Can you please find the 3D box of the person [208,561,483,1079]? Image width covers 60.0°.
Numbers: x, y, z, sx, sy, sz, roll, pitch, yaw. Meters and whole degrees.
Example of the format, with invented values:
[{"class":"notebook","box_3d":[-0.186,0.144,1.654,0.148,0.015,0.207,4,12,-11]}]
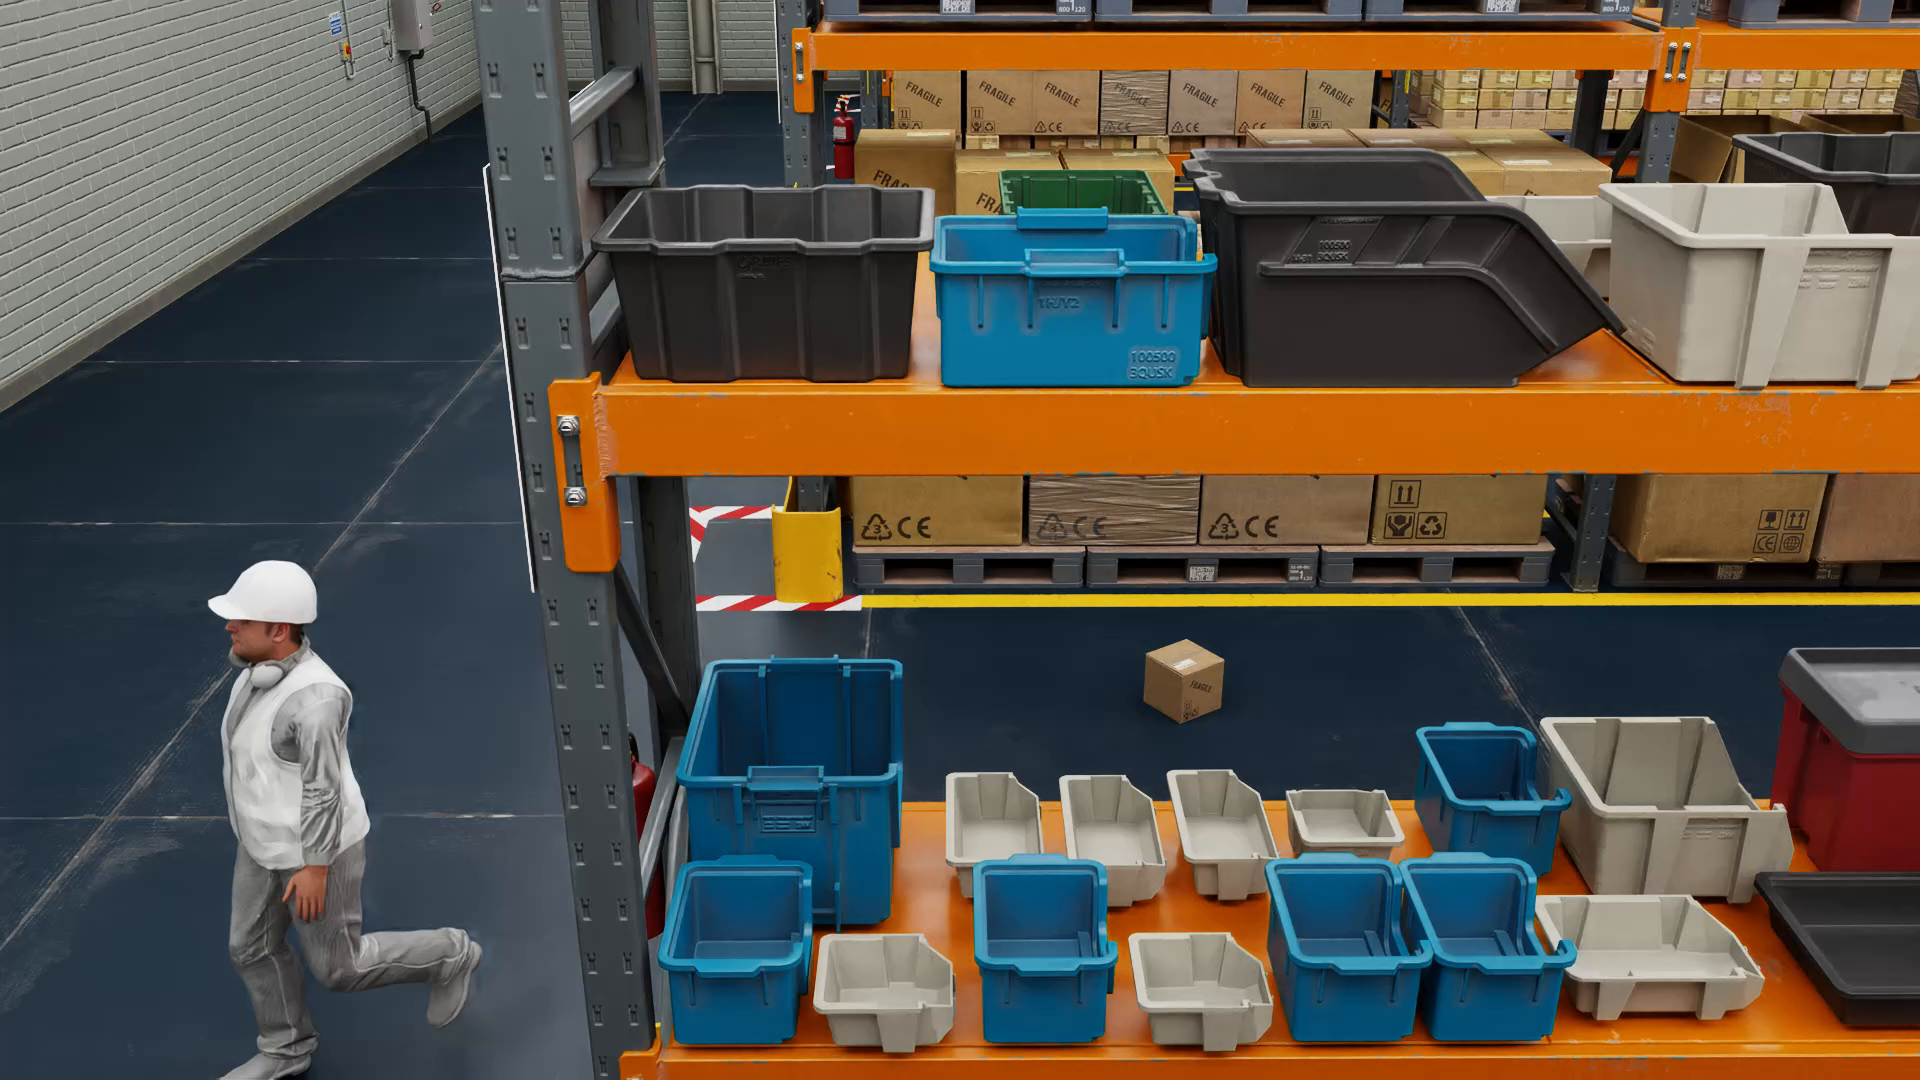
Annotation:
[{"class":"person","box_3d":[-1.976,0.873,5.080,0.840,1.747,0.529,-21,32,-39]}]
